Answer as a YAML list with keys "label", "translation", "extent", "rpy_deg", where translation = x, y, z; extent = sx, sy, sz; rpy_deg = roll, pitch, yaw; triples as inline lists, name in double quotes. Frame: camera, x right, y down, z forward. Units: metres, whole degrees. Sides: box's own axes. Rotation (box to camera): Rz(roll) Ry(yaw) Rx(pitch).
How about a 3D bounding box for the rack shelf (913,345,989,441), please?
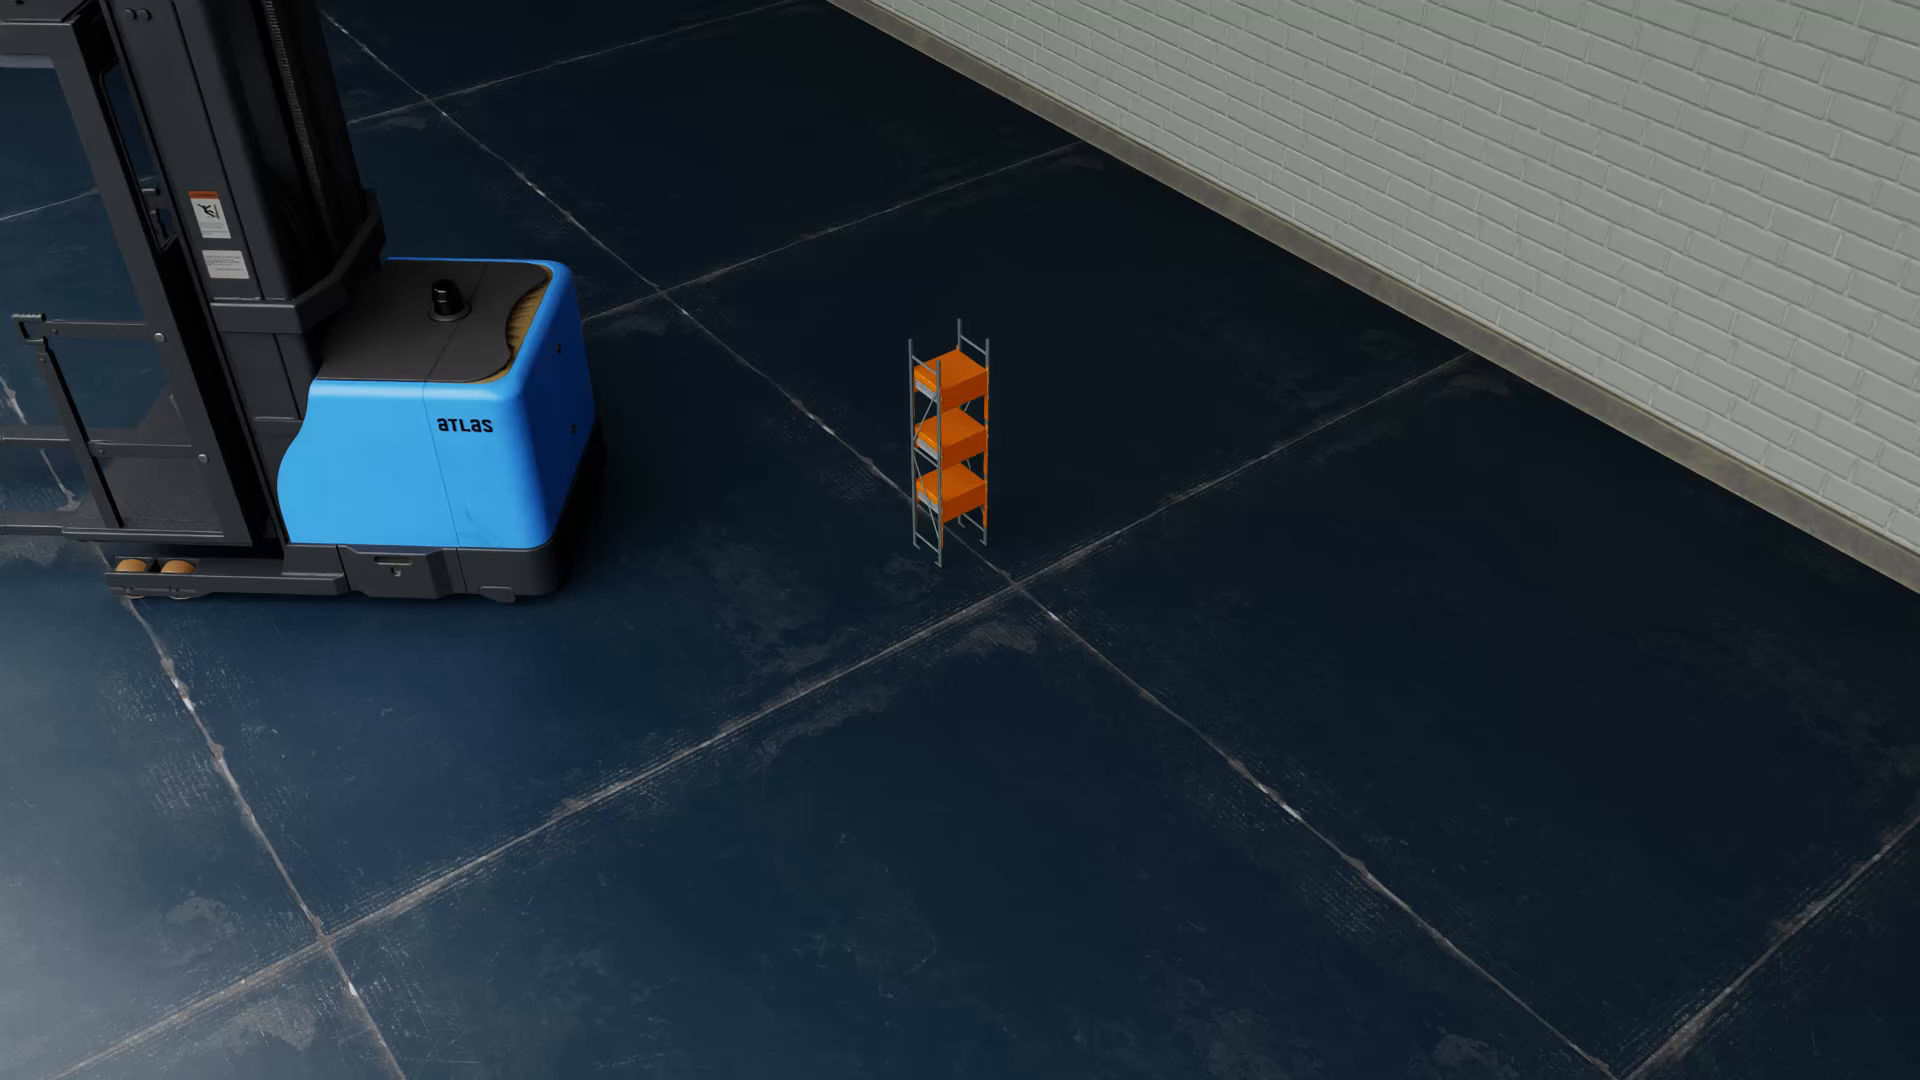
- label: "rack shelf"
  translation: [-0.042, -0.596, 6.719]
  extent: [0.240, 0.259, 0.215]
  rpy_deg: [-26, 46, -28]

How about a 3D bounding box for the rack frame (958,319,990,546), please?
- label: "rack frame"
  translation: [0.054, -0.432, 6.949]
  extent: [0.008, 1.050, 0.200]
  rpy_deg: [-26, 46, -28]

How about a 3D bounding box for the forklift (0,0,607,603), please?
- label: "forklift"
  translation: [-3.144, -1.218, 6.424]
  extent: [3.031, 2.935, 1.130]
  rpy_deg: [2, 39, 2]

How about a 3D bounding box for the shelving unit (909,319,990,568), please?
- label: "shelving unit"
  translation: [-0.042, -0.385, 6.892]
  extent: [0.252, 1.050, 0.215]
  rpy_deg: [-26, 46, -28]

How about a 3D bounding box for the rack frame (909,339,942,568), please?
- label: "rack frame"
  translation: [-0.139, -0.338, 6.834]
  extent: [0.008, 1.050, 0.200]
  rpy_deg: [-26, 46, -28]

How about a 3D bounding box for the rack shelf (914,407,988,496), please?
- label: "rack shelf"
  translation: [-0.042, -0.377, 6.899]
  extent: [0.240, 0.259, 0.215]
  rpy_deg: [-26, 46, -28]

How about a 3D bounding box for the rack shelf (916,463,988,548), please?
- label: "rack shelf"
  translation: [-0.042, -0.162, 7.075]
  extent: [0.240, 0.259, 0.215]
  rpy_deg: [-26, 46, -28]
